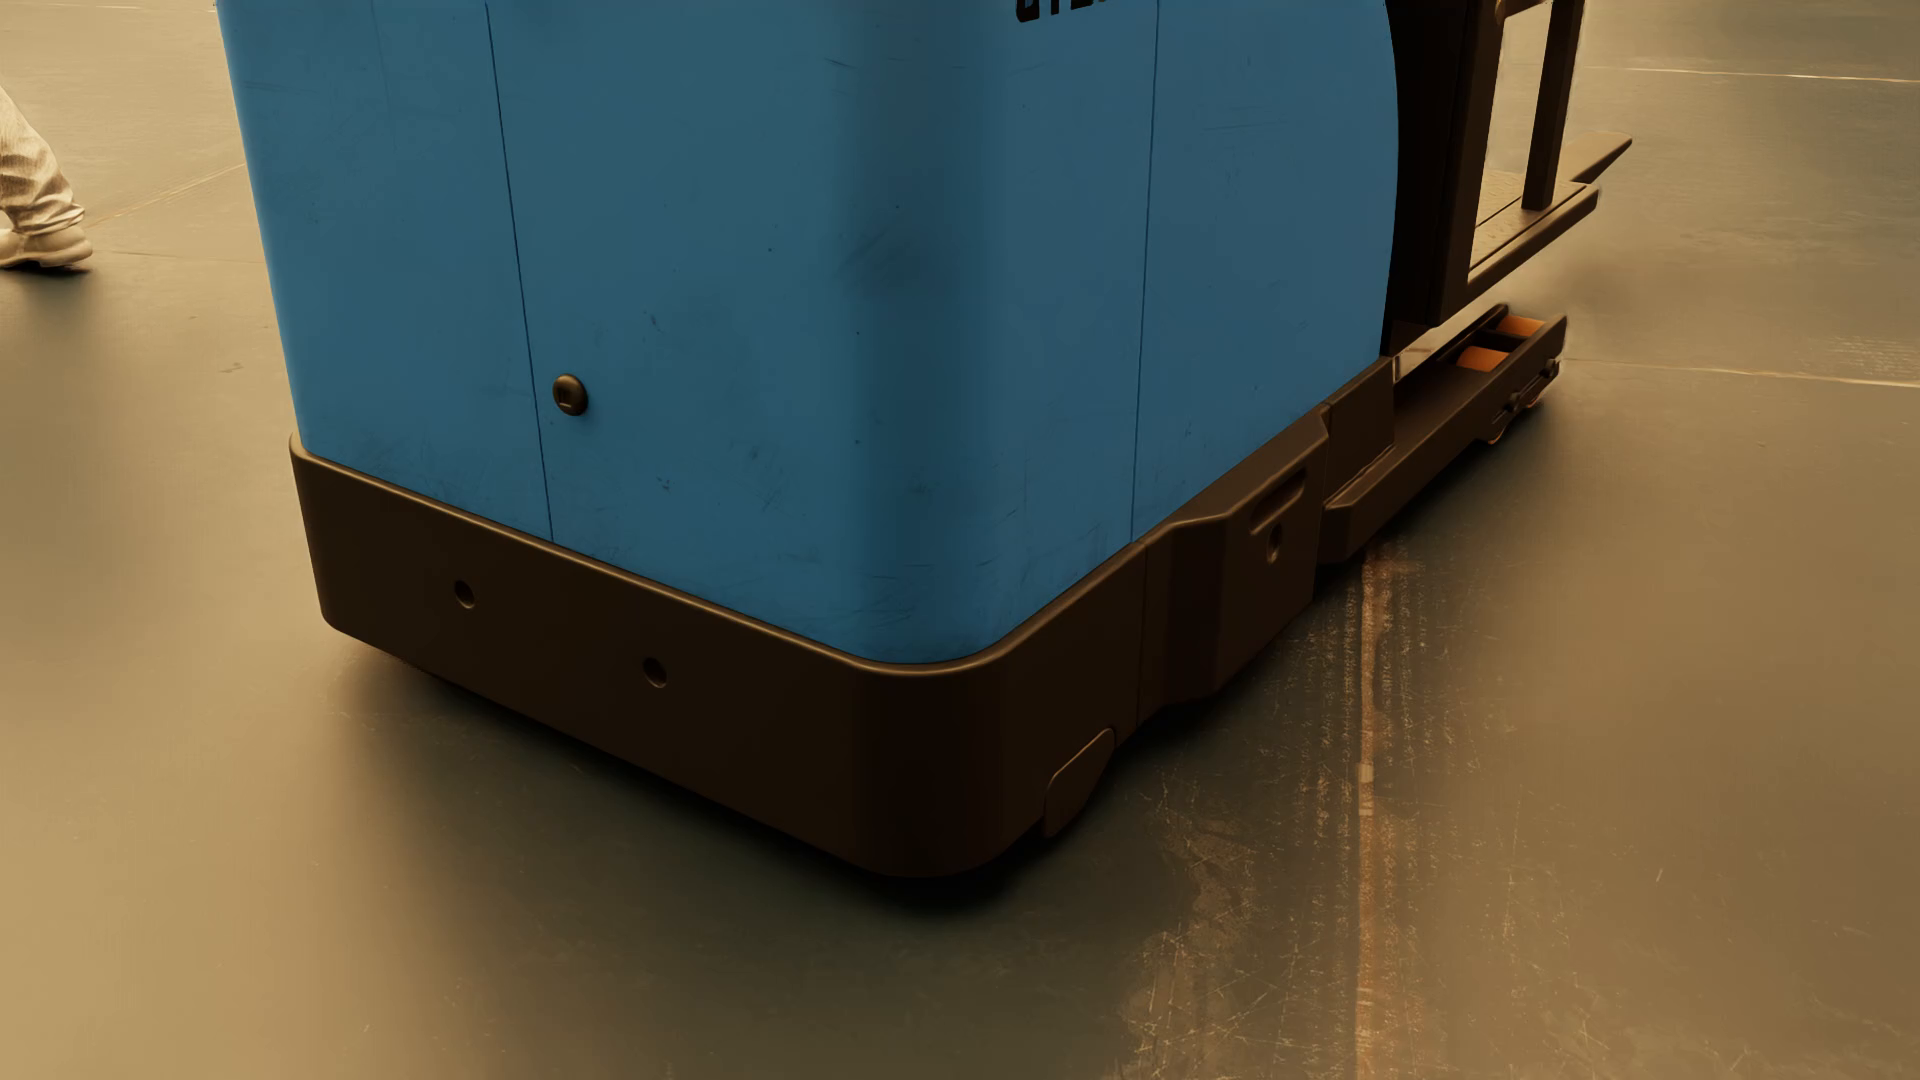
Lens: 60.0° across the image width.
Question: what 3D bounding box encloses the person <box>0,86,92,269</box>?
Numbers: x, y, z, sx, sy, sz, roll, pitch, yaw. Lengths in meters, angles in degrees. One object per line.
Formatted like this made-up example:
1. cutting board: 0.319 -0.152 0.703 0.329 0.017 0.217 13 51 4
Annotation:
1. person: -2.178 -1.344 3.323 0.869 1.775 0.620 4 27 7

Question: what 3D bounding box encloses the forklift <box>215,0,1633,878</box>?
1. forklift: 0.421 -1.580 2.378 1.130 2.935 3.031 17 32 31
